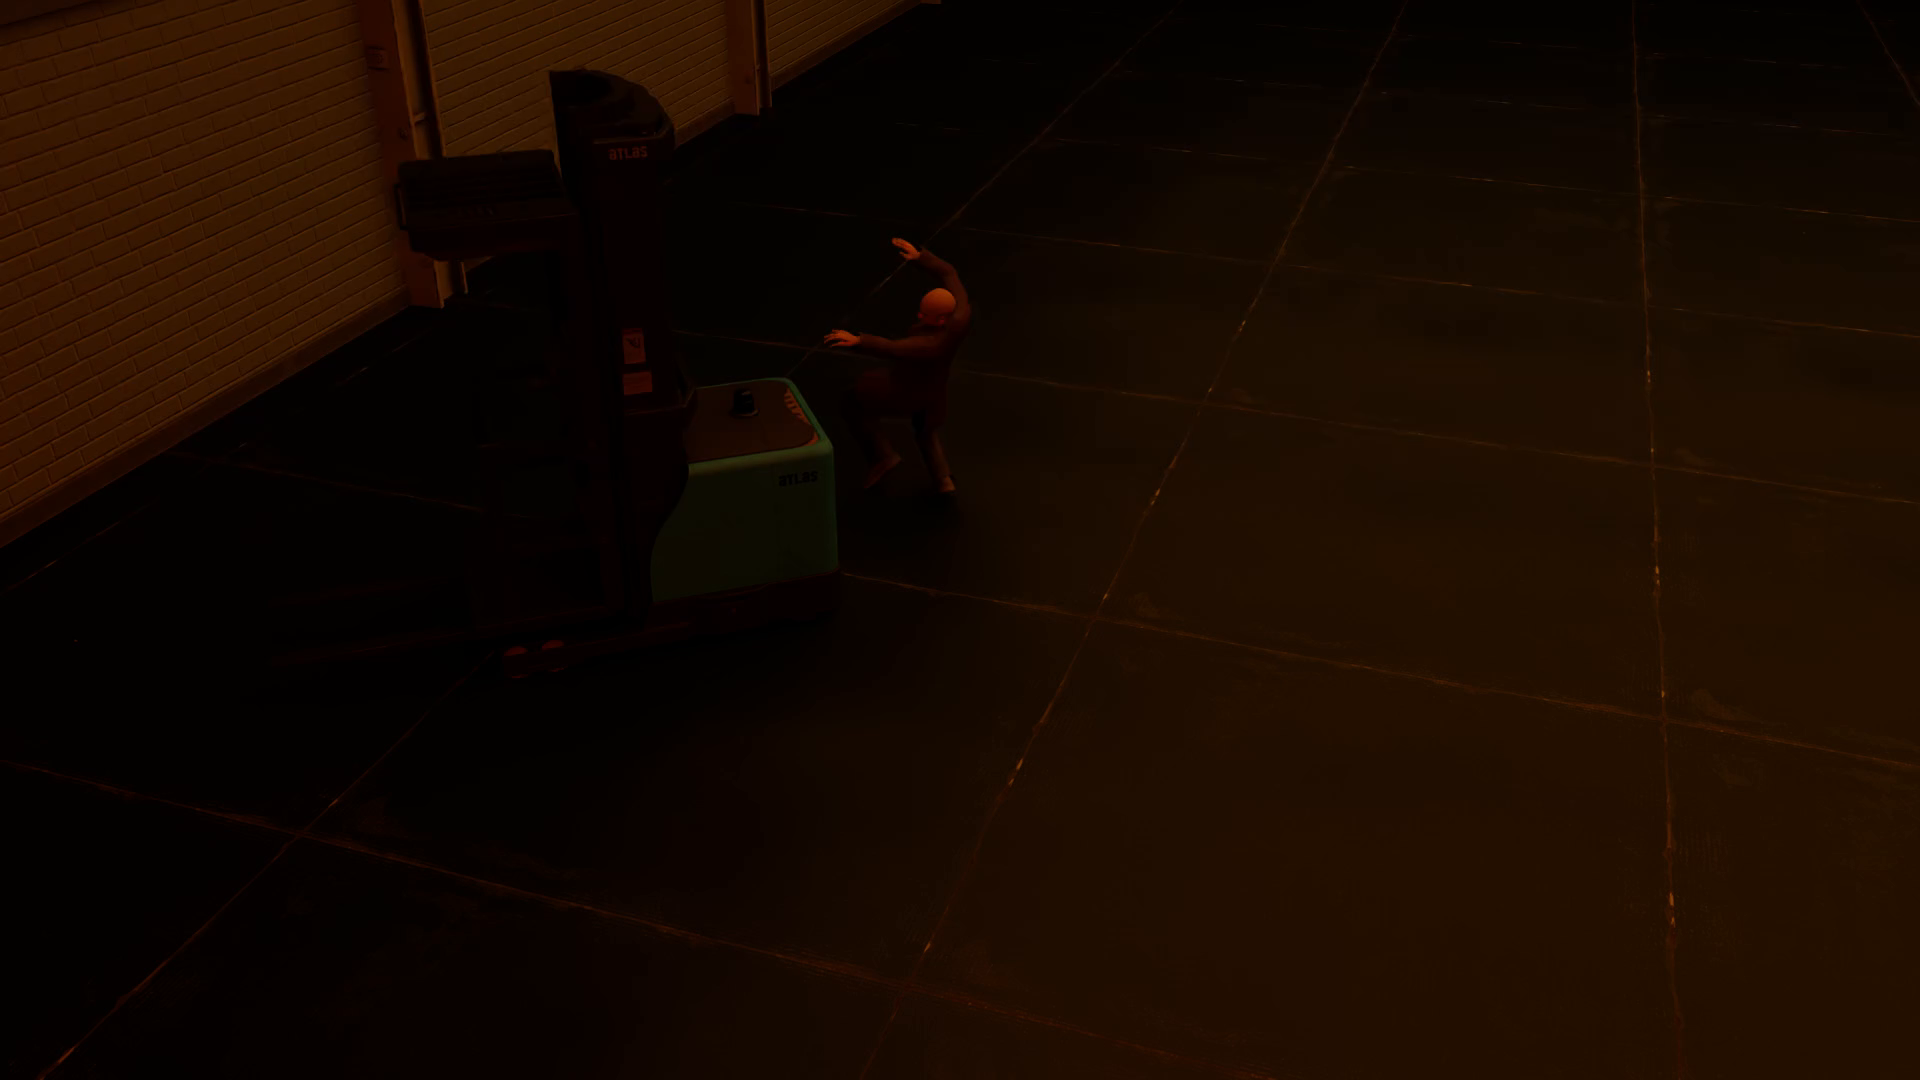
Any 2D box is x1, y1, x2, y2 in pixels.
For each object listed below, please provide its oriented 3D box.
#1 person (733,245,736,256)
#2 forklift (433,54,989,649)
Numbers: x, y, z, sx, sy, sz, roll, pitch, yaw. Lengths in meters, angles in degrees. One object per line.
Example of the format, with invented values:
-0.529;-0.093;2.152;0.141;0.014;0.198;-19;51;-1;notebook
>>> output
-1.203;-1.789;11.556;1.009;1.731;0.613;17;34;27;person
-1.408;-0.975;8.846;3.031;2.935;1.130;-10;31;-16;forklift
